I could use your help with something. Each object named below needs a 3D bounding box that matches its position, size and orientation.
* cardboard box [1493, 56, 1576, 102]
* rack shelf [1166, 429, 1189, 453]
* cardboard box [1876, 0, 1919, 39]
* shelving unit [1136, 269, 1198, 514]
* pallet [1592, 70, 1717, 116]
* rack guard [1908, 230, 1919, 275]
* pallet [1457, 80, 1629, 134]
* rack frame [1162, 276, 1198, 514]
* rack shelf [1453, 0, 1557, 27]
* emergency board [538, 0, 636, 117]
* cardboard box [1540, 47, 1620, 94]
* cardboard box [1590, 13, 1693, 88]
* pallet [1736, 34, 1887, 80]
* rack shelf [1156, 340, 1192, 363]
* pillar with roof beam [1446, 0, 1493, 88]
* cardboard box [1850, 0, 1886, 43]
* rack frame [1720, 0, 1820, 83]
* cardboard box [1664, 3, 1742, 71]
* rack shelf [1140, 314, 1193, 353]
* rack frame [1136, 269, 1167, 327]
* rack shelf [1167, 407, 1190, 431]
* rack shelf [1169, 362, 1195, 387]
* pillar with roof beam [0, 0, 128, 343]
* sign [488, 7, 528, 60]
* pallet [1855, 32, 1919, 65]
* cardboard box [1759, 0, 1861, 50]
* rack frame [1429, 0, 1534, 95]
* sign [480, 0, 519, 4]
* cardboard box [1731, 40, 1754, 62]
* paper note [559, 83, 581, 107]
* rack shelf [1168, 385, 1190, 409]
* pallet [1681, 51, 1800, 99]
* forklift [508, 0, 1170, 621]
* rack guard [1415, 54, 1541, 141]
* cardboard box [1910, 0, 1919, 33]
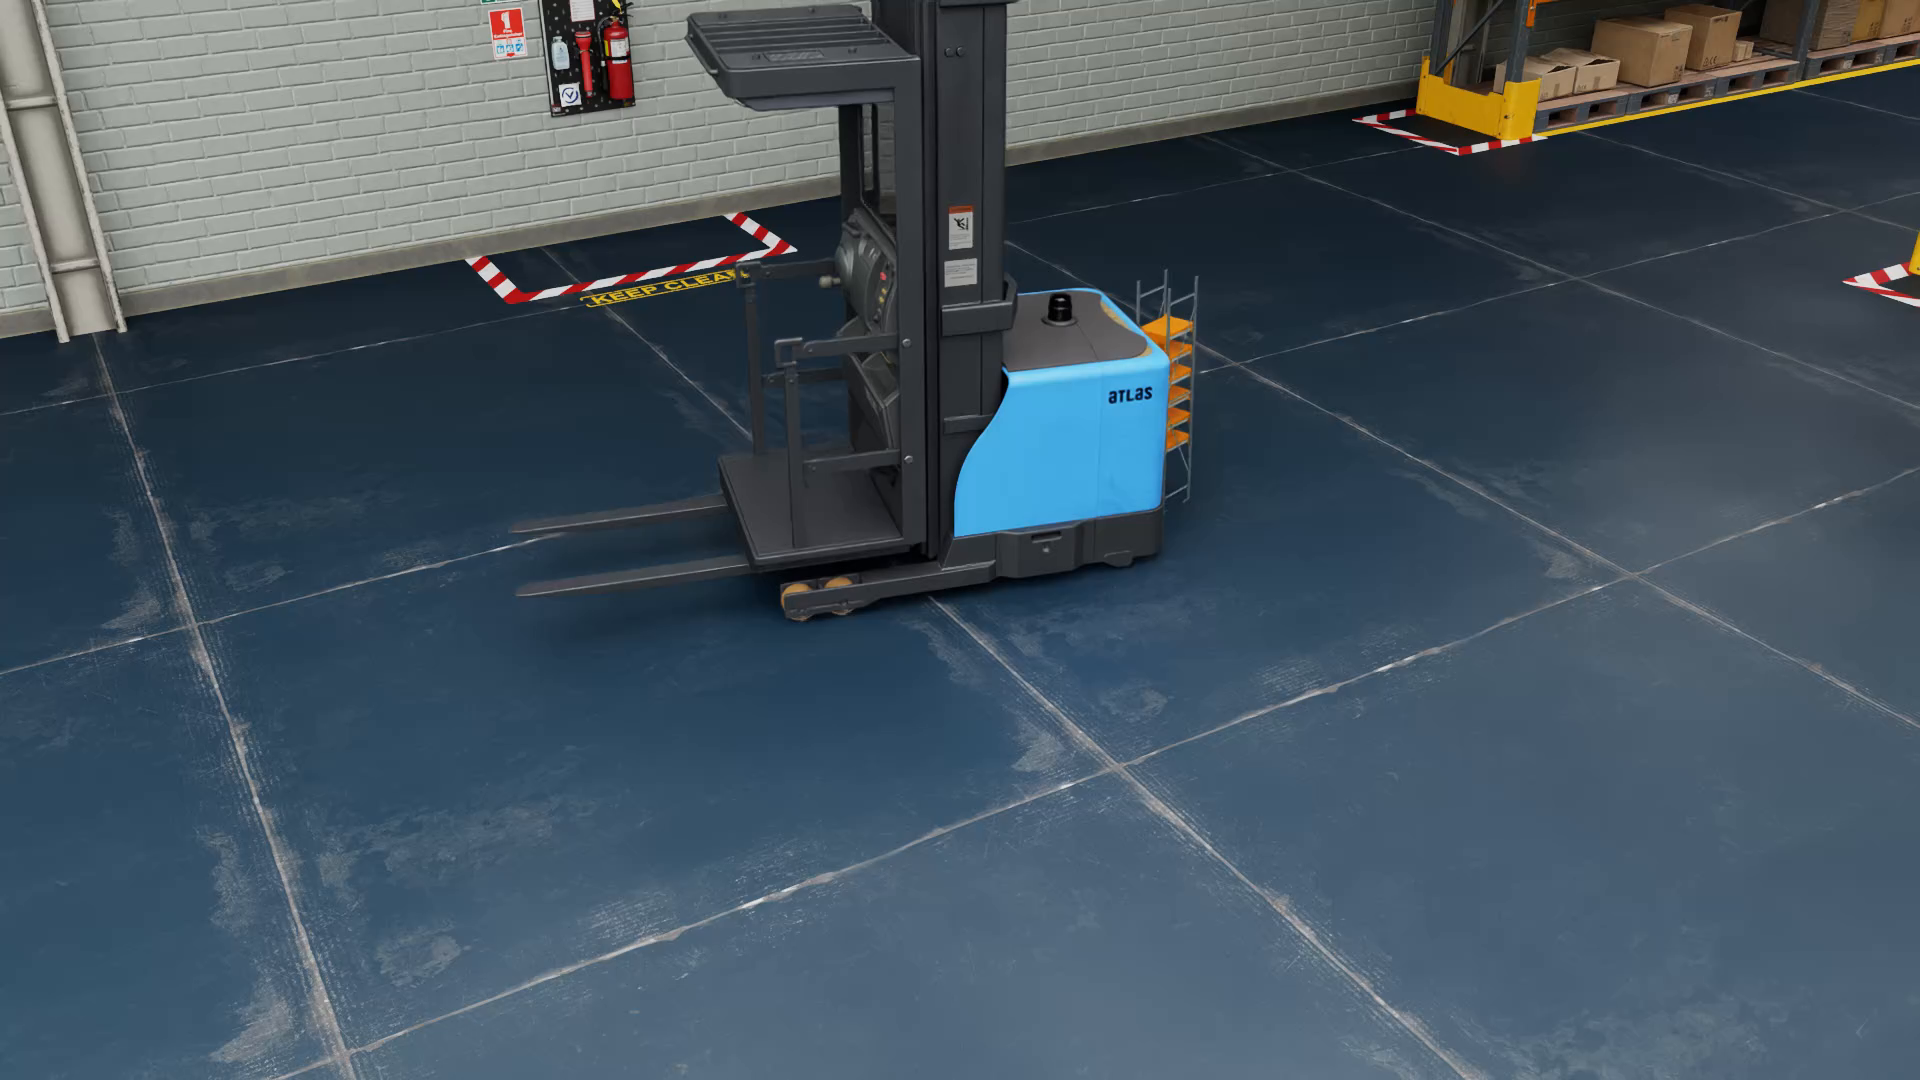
[{"bbox_3d":[5.229,-4.224,15.127,0.500,0.311,0.500,-20,35,-32],"label":"cardboard box"},{"bbox_3d":[1.031,-0.481,8.460,0.180,0.103,0.258,22,35,38],"label":"rack shelf"},{"bbox_3d":[9.542,-5.596,17.418,0.500,0.500,0.700,-15,32,-26],"label":"cardboard box"},{"bbox_3d":[1.023,-0.733,8.330,0.189,1.200,0.258,22,35,38],"label":"shelving unit"},{"bbox_3d":[6.421,-4.355,15.923,1.213,0.211,1.003,-16,33,-26],"label":"pallet"},{"bbox_3d":[7.079,-1.914,11.200,0.348,0.500,1.175,-16,33,-26],"label":"rack guard"},{"bbox_3d":[5.371,-4.058,15.385,1.213,0.211,1.003,-16,33,-26],"label":"pallet"},{"bbox_3d":[1.090,-0.706,8.274,0.006,1.200,0.240,22,35,38],"label":"rack frame"},{"bbox_3d":[6.311,-5.251,15.405,4.000,0.370,1.077,-16,33,-26],"label":"rack shelf"},{"bbox_3d":[-2.571,-3.551,11.579,0.643,1.169,0.194,-16,33,-26],"label":"emergency board"},{"bbox_3d":[5.721,-4.363,15.380,0.500,0.311,0.500,-13,31,-22],"label":"cardboard box"},{"bbox_3d":[6.378,-4.605,15.621,0.500,0.500,0.700,-18,34,-29],"label":"cardboard box"},{"bbox_3d":[8.706,-5.026,17.139,1.213,0.211,1.003,-16,33,-26],"label":"pallet"},{"bbox_3d":[1.017,-0.907,8.240,0.180,0.103,0.258,22,35,38],"label":"rack shelf"},{"bbox_3d":[6.933,-6.441,10.609,0.400,9.000,9.100,-16,33,-26],"label":"pillar with roof beam"},{"bbox_3d":[9.082,-5.488,17.222,0.500,0.500,0.700,-17,33,-27],"label":"cardboard box"},{"bbox_3d":[8.036,-6.056,16.119,0.127,3.000,1.000,-16,33,-26],"label":"rack frame"},{"bbox_3d":[7.161,-4.883,16.126,0.500,0.500,0.500,-19,34,-30],"label":"cardboard box"},{"bbox_3d":[1.014,-1.013,8.185,0.180,0.103,0.258,22,35,38],"label":"rack shelf"},{"bbox_3d":[0.956,-0.760,8.386,0.006,1.200,0.240,22,35,38],"label":"rack frame"},{"bbox_3d":[1.028,-0.587,8.405,0.180,0.103,0.258,22,35,38],"label":"rack shelf"},{"bbox_3d":[1.021,-0.800,8.295,0.180,0.103,0.258,22,35,38],"label":"rack shelf"},{"bbox_3d":[-3.413,-3.504,5.286,0.400,9.000,9.100,-16,33,-26],"label":"pillar with roof beam"},{"bbox_3d":[-3.100,-3.474,11.403,0.234,0.329,0.001,-16,33,-26],"label":"sign"},{"bbox_3d":[9.759,-5.327,17.683,1.213,0.211,1.003,-16,33,-26],"label":"pallet"},{"bbox_3d":[8.662,-5.341,16.955,0.500,0.500,0.700,-15,32,-25],"label":"cardboard box"},{"bbox_3d":[4.587,-5.077,14.344,0.127,3.000,1.000,-16,33,-26],"label":"rack frame"},{"bbox_3d":[-3.091,-3.703,11.270,0.331,0.109,0.001,-16,33,-26],"label":"sign"},{"bbox_3d":[7.590,-4.864,16.437,0.250,0.166,0.380,-21,35,-33],"label":"cardboard box"},{"bbox_3d":[-2.758,-3.150,11.766,0.142,0.148,0.016,-16,33,-26],"label":"paper note"},{"bbox_3d":[1.024,-0.694,8.350,0.180,0.103,0.258,22,35,38],"label":"rack shelf"},{"bbox_3d":[7.475,-4.656,16.468,1.213,0.211,1.003,-16,33,-26],"label":"pallet"},{"bbox_3d":[-0.601,-1.200,7.391,3.031,2.935,1.130,-8,30,-14],"label":"forklift"},{"bbox_3d":[4.652,-4.001,14.982,0.348,0.500,1.175,-16,33,-26],"label":"rack guard"},{"bbox_3d":[9.973,-5.724,17.649,0.500,0.500,0.700,-16,33,-27],"label":"cardboard box"}]
